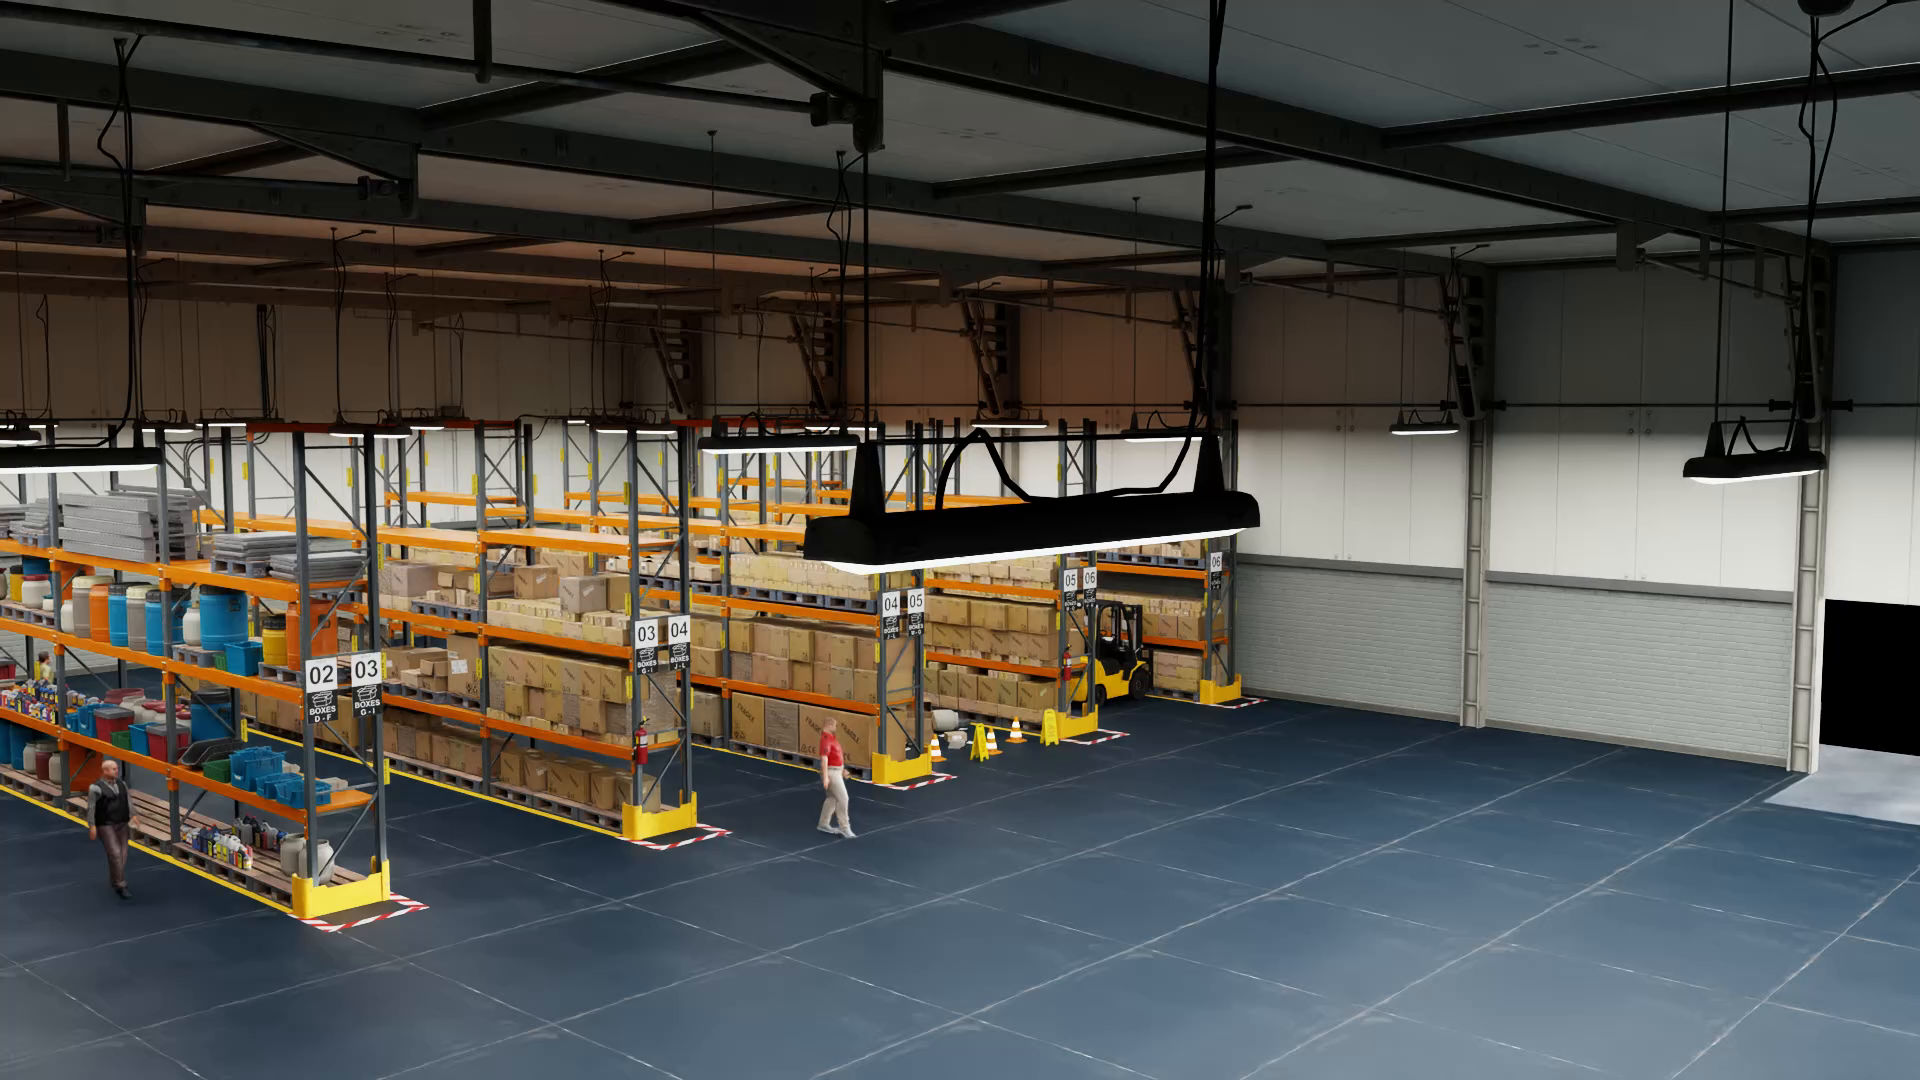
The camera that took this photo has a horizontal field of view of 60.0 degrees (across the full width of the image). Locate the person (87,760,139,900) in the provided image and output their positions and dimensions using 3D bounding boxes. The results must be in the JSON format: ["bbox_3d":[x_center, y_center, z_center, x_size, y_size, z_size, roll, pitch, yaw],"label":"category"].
[{"bbox_3d":[-10.864,3.730,21.523,0.722,1.729,0.562,2,5,26],"label":"person"}]

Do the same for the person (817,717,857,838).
[{"bbox_3d":[-1.809,3.497,24.485,0.605,1.788,0.562,0,5,-3],"label":"person"}]

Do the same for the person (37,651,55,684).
[{"bbox_3d":[-17.361,2.932,31.536,0.440,1.647,0.850,0,5,2],"label":"person"}]
